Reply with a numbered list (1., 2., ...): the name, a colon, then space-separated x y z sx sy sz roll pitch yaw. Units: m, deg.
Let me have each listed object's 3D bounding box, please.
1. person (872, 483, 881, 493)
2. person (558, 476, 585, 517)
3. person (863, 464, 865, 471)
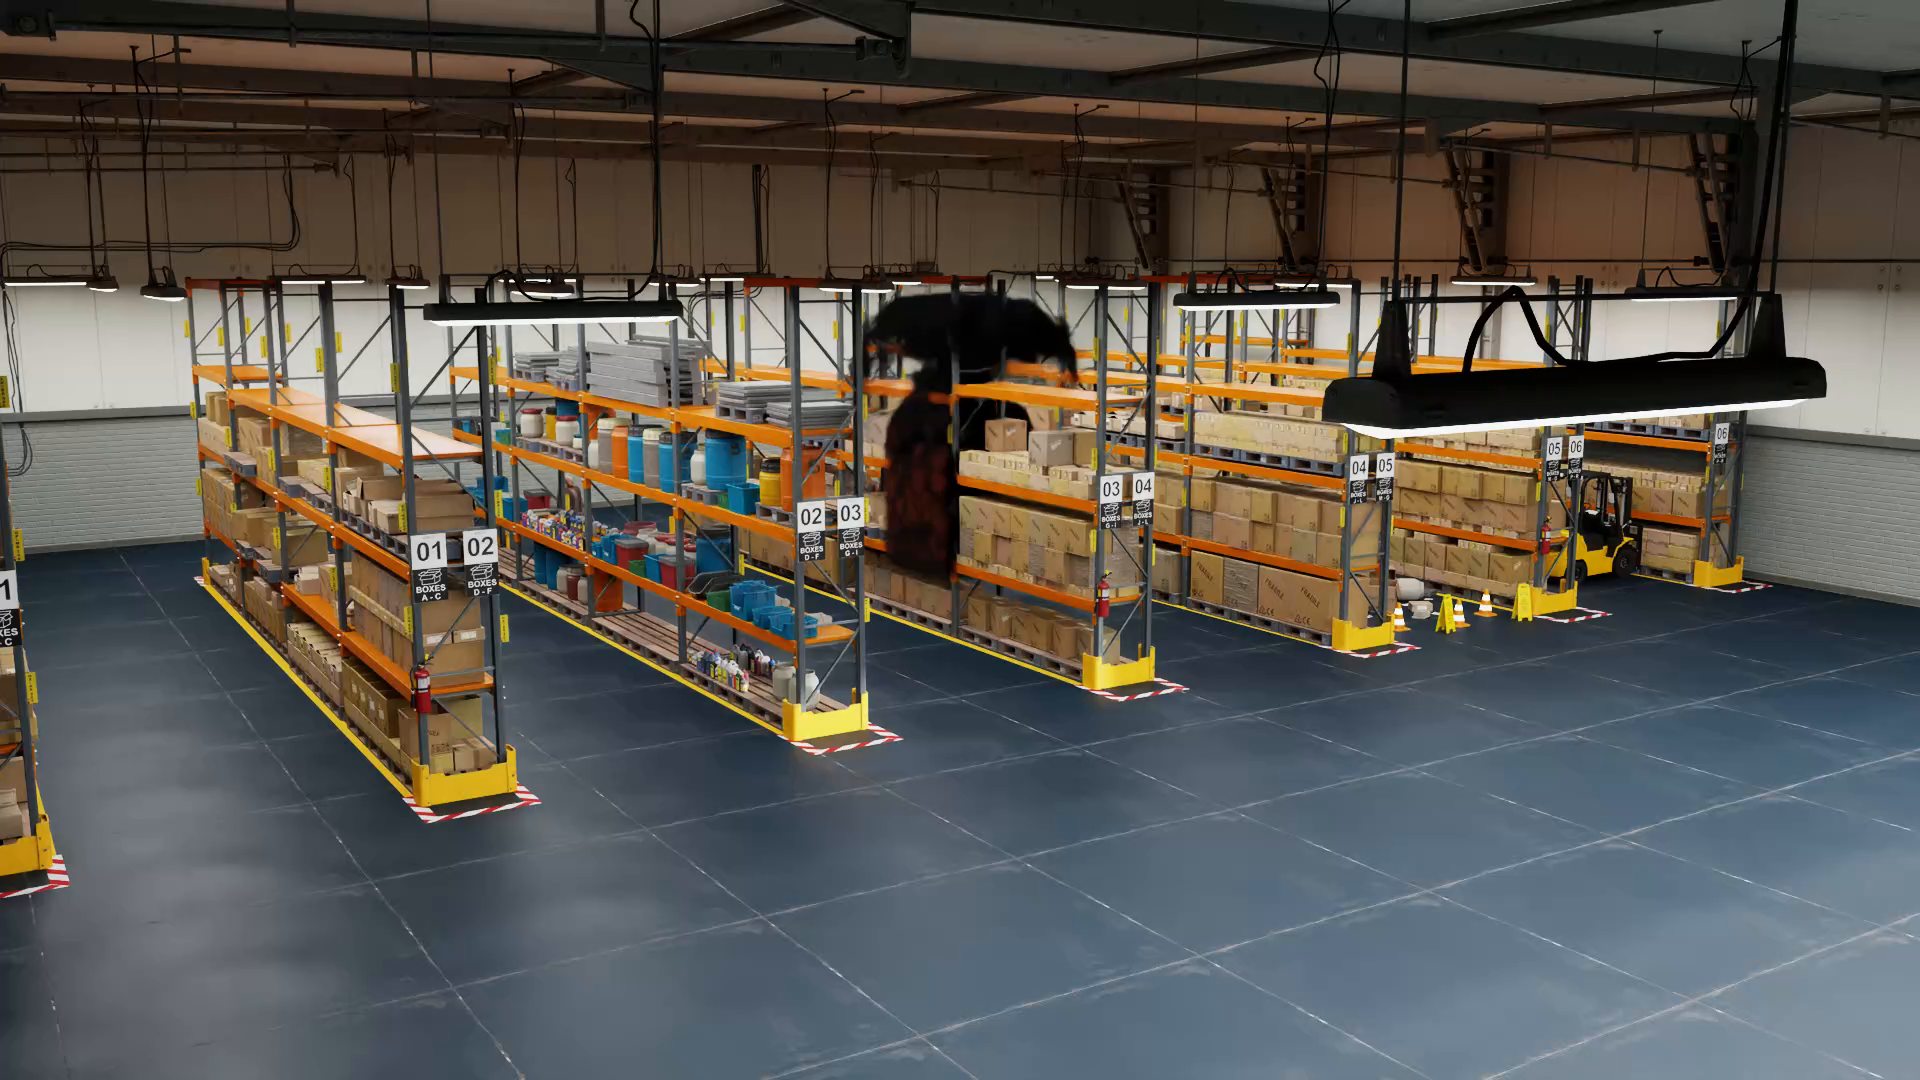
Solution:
1. person: -1.812 -0.412 36.009 0.546 1.492 0.813 -7 12 -37
2. person: -8.384 -0.541 36.077 0.571 1.712 0.705 8 12 39
3. person: -2.554 -1.481 42.005 0.720 1.681 0.646 0 10 2
